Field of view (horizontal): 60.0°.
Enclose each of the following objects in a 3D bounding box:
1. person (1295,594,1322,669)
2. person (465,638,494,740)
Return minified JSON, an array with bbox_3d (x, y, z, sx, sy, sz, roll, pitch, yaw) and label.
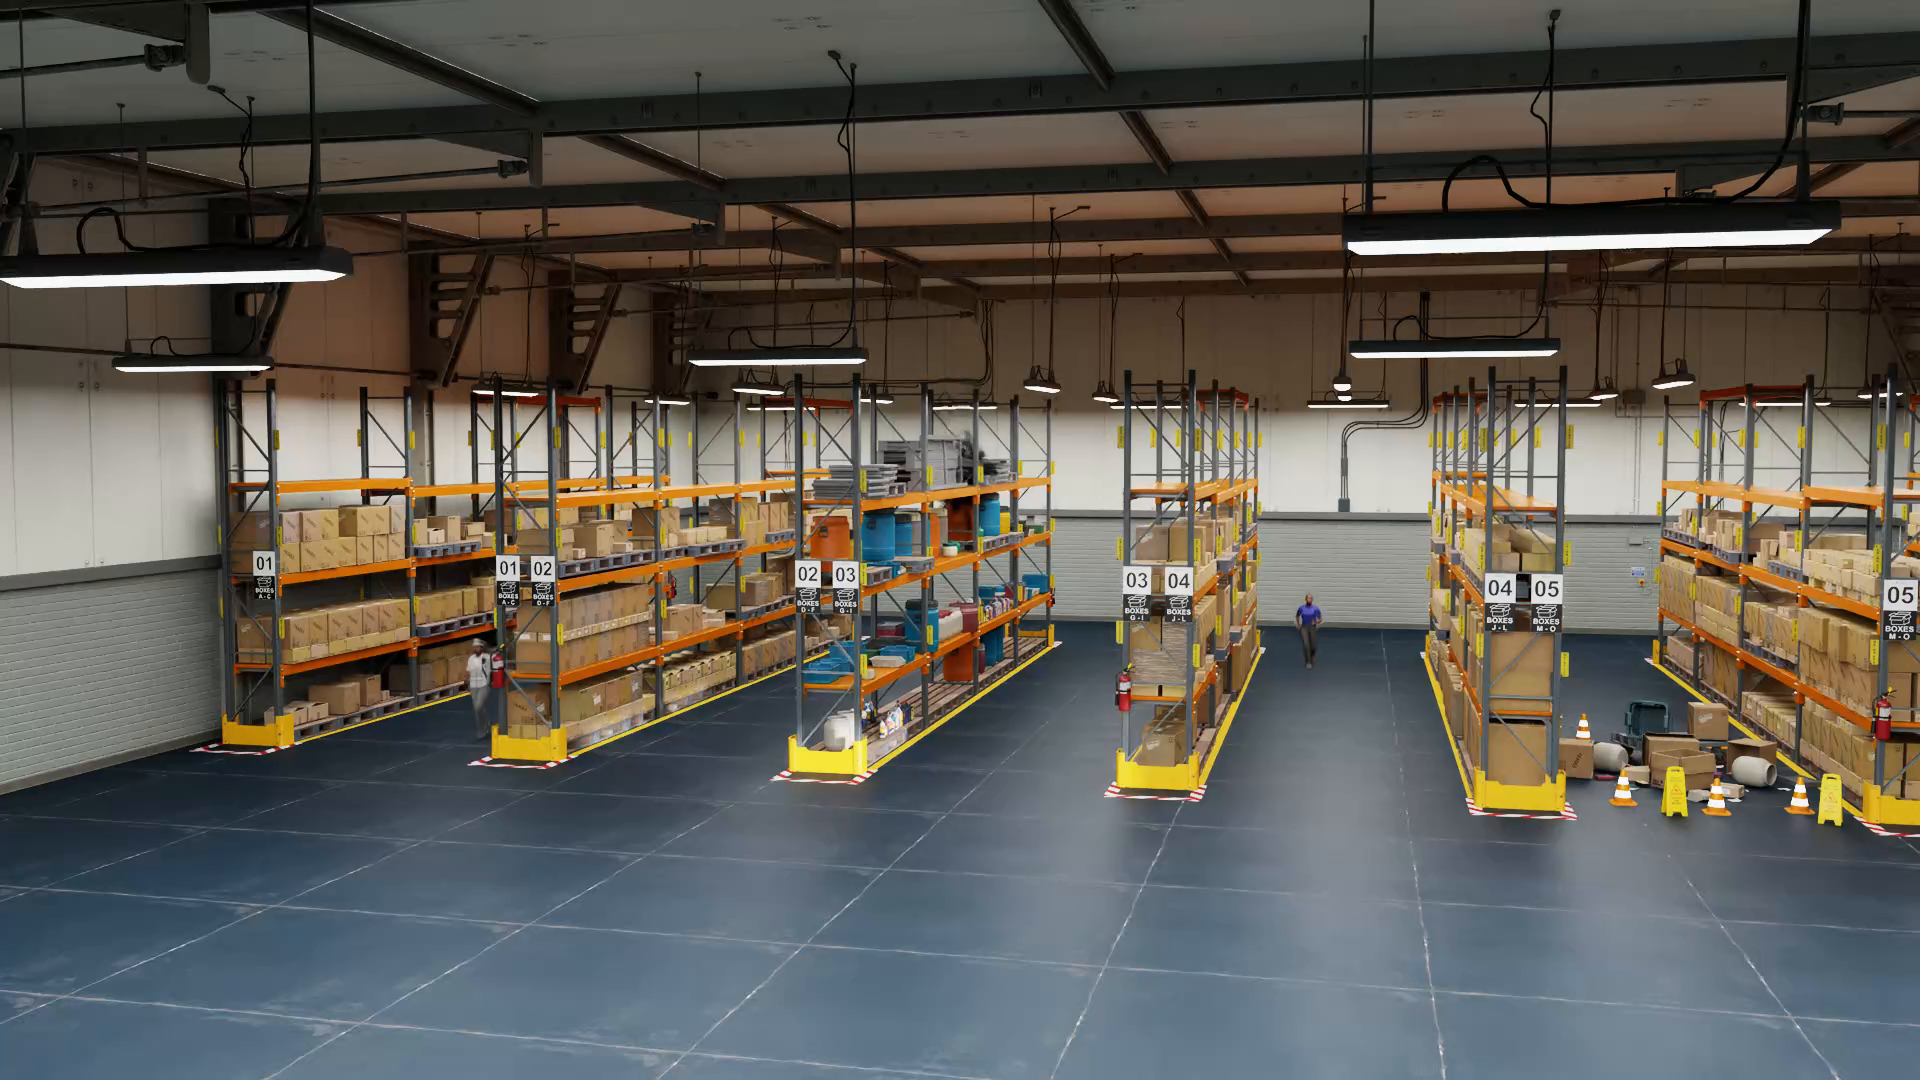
[{"bbox_3d":[7.672,1.999,36.595,0.577,1.608,0.734,1,4,12],"label":"person"},{"bbox_3d":[-8.049,2.503,27.953,0.582,1.704,0.703,1,4,15],"label":"person"}]
